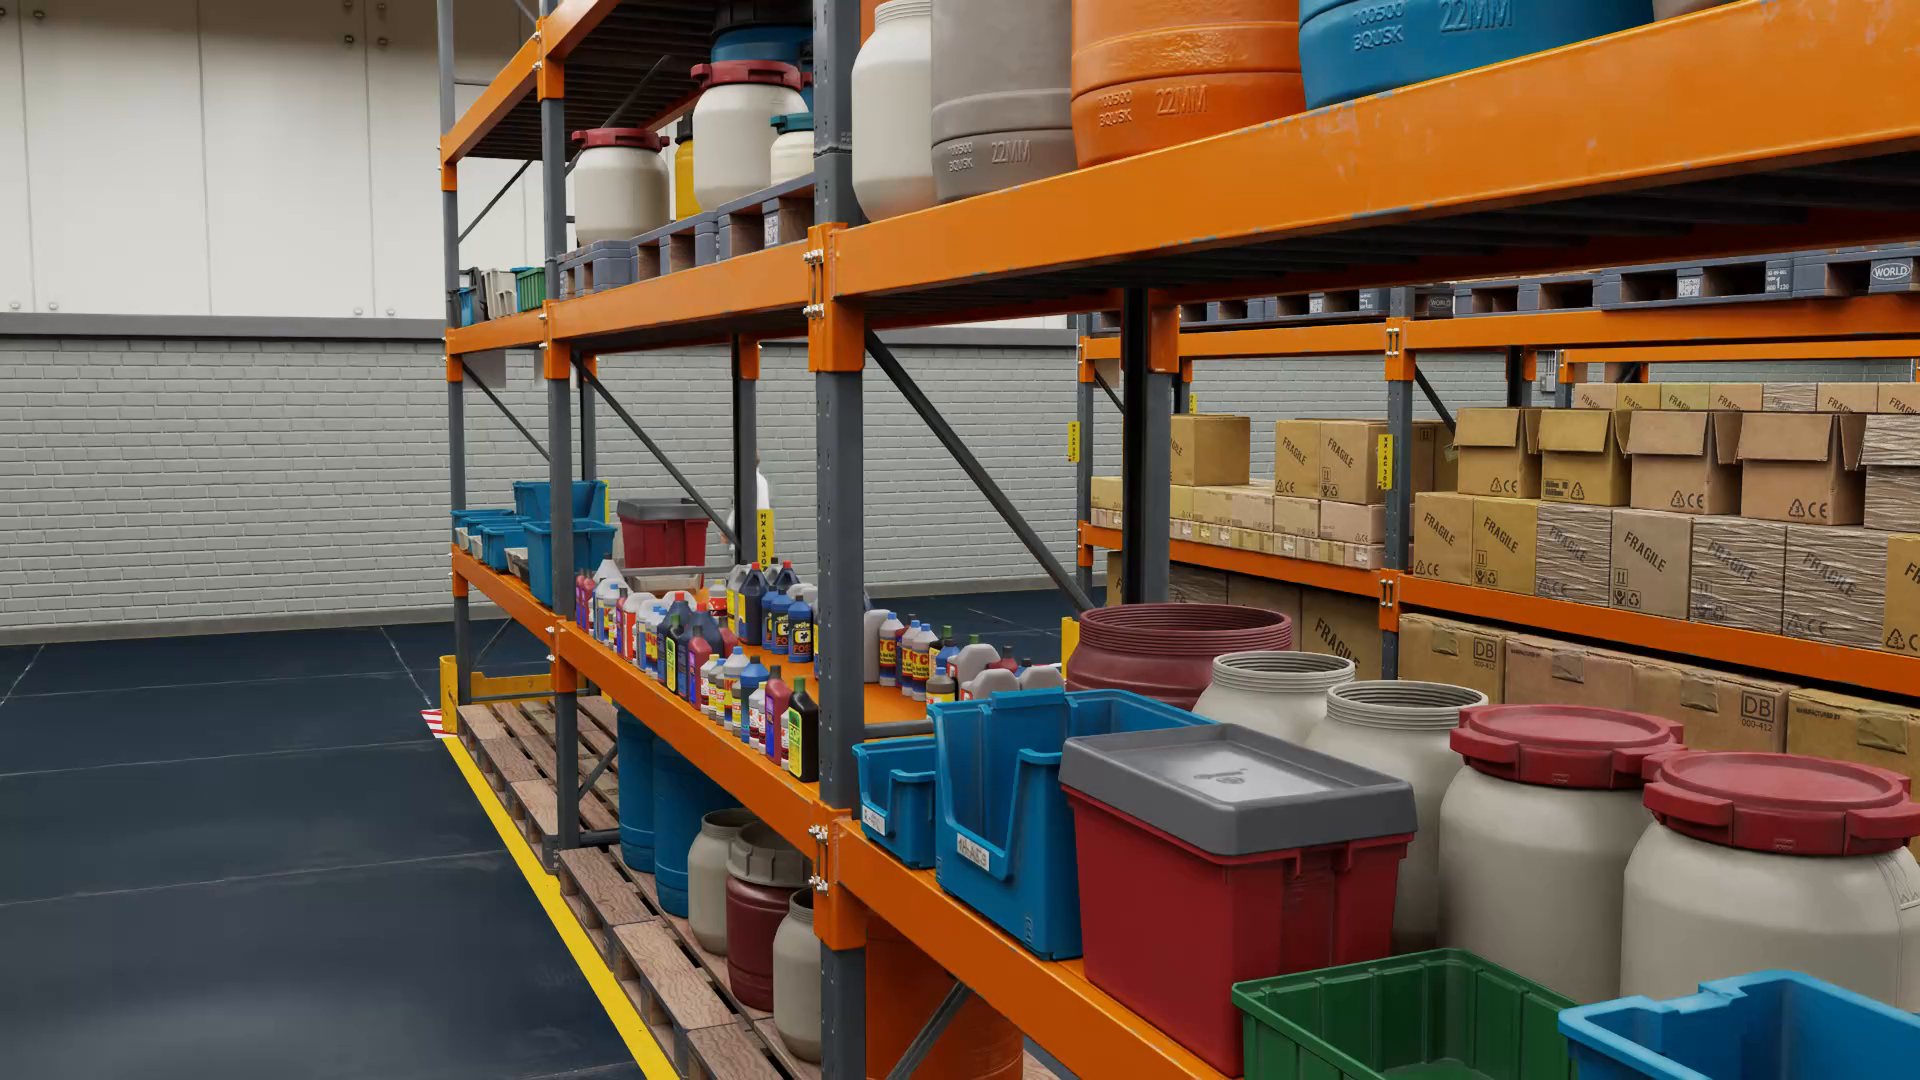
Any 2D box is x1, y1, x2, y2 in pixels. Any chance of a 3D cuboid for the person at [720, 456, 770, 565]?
[{"bbox_3d":[-2.234,-0.050,17.349,0.877,1.807,0.631,-2,6,-22],"label":"person"}]
